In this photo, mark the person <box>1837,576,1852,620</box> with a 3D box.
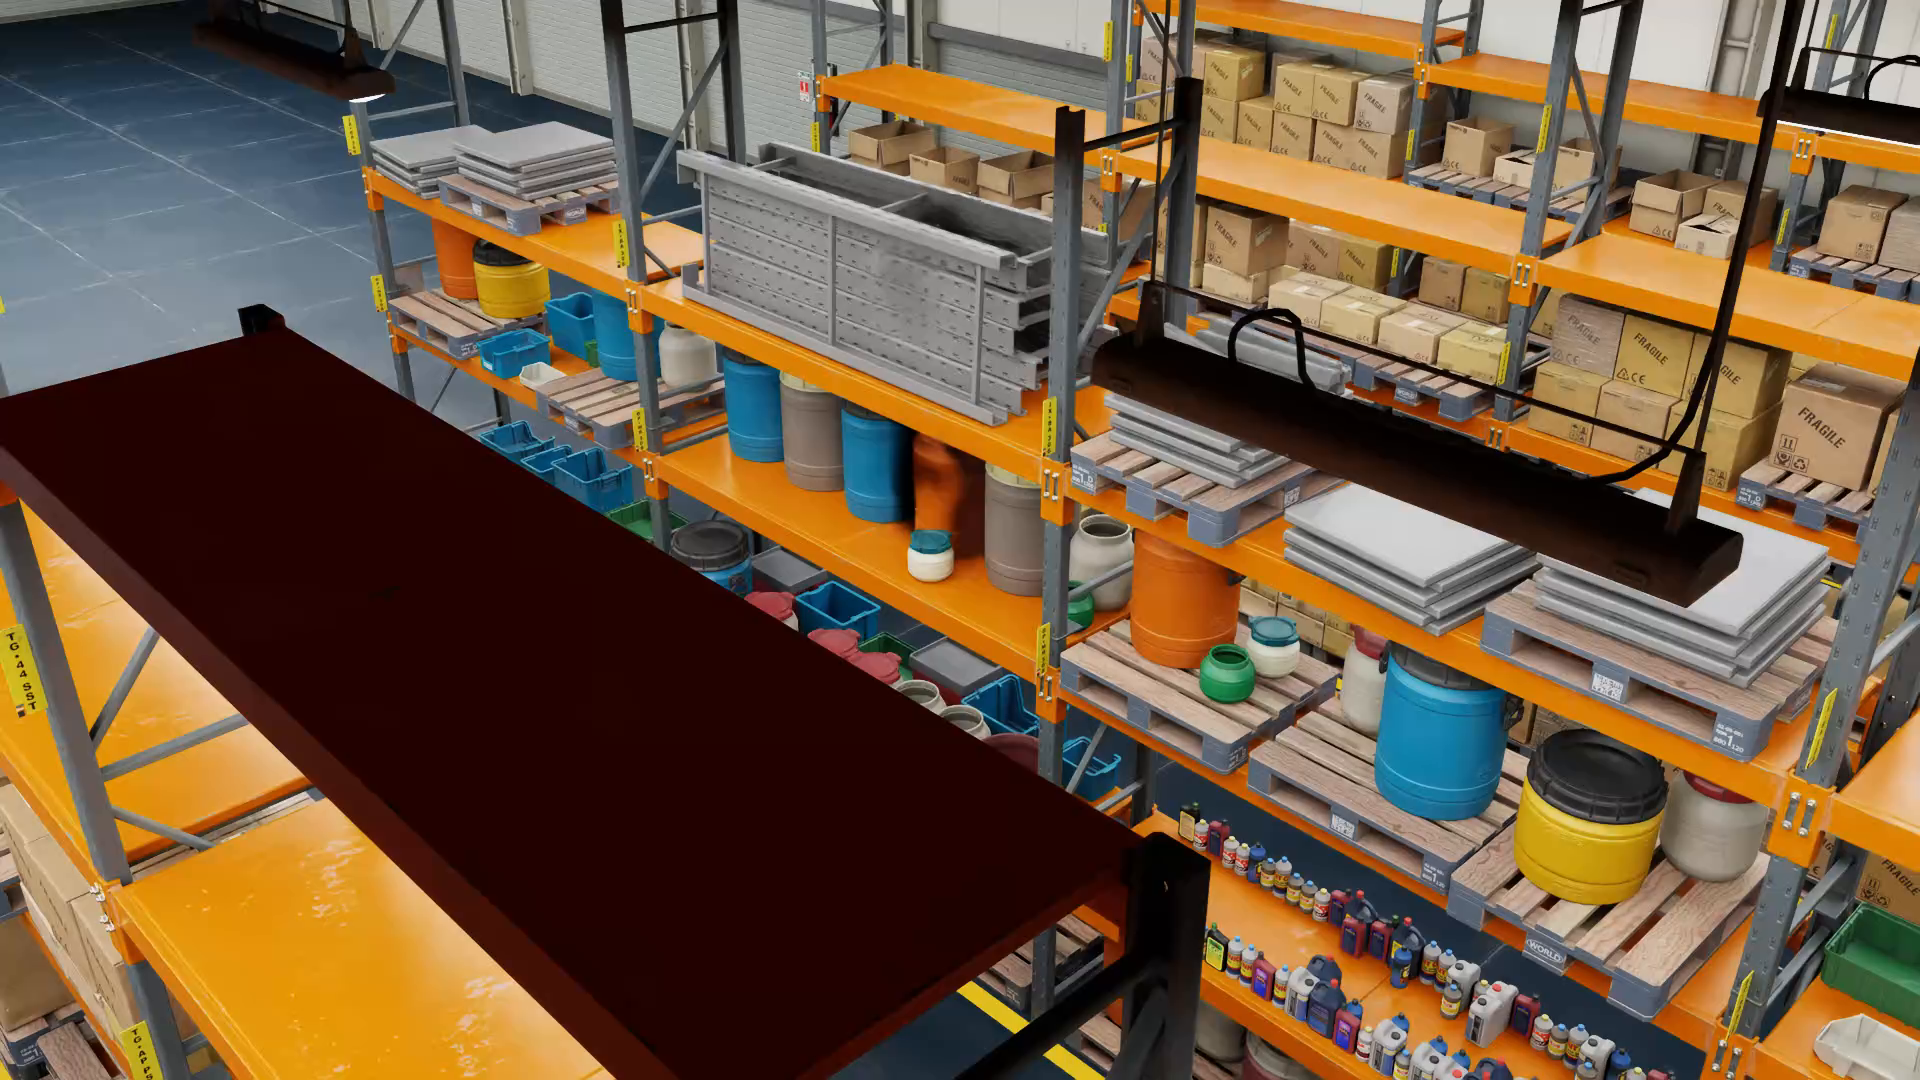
[{"bbox_3d":[8.154,0.236,14.576,0.833,1.743,0.675,14,31,24],"label":"person"}]
